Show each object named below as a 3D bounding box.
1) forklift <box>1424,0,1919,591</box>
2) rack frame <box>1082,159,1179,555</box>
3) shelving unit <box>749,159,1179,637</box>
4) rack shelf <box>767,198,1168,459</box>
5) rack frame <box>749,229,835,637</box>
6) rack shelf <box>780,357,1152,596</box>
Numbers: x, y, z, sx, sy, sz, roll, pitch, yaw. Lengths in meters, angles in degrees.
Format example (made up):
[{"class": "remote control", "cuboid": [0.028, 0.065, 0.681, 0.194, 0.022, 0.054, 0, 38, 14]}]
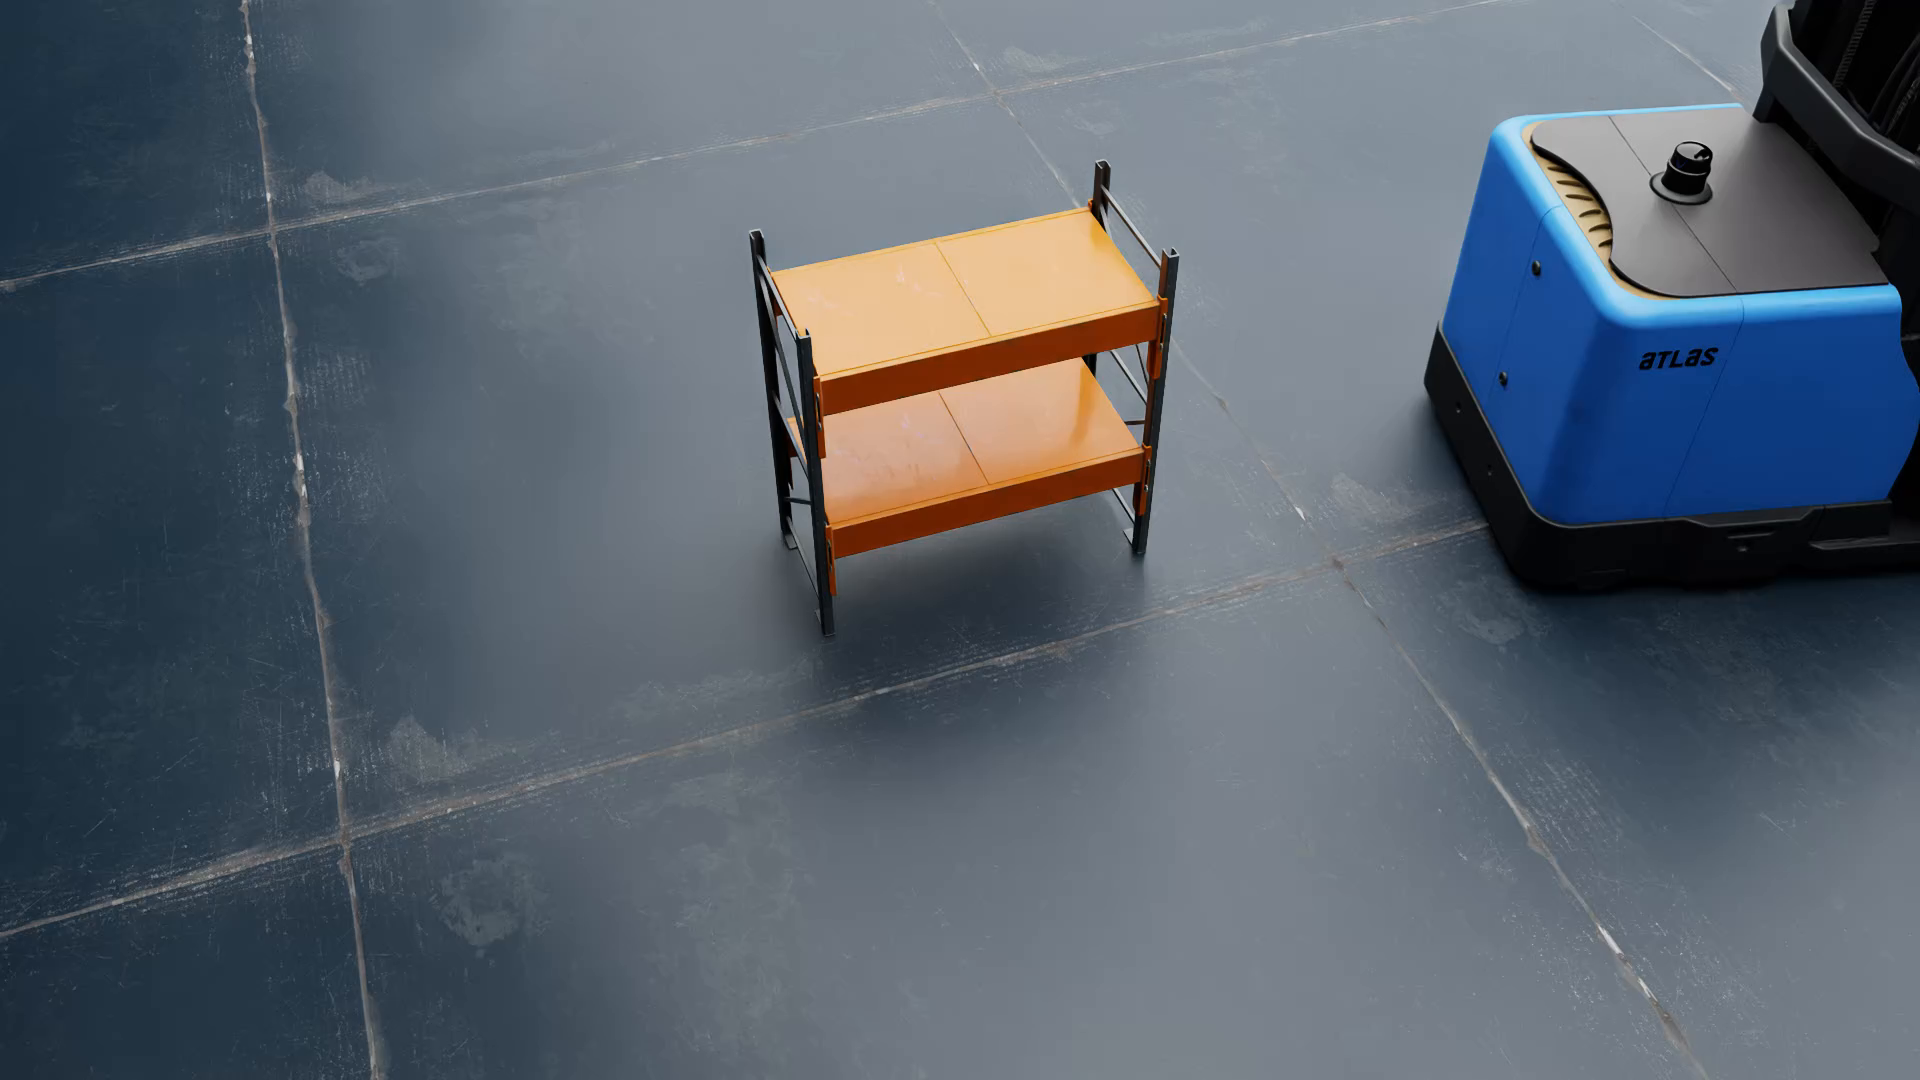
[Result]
[{"class": "forklift", "cuboid": [3.136, -1.330, 4.506, 3.031, 2.935, 1.130, -5, 45, -4]}, {"class": "rack frame", "cuboid": [0.485, -0.521, 4.975, 0.032, 1.125, 0.500, -14, 47, -14]}, {"class": "shelving unit", "cuboid": [0.006, -0.399, 4.853, 1.048, 1.125, 0.538, -14, 47, -14]}, {"class": "rack shelf", "cuboid": [0.006, -0.605, 4.646, 1.000, 0.278, 0.538, -14, 47, -14]}, {"class": "rack frame", "cuboid": [-0.472, -0.276, 4.731, 0.032, 1.125, 0.500, -14, 47, -14]}, {"class": "rack shelf", "cuboid": [0.006, -0.226, 5.026, 1.000, 0.278, 0.538, -14, 47, -14]}]
